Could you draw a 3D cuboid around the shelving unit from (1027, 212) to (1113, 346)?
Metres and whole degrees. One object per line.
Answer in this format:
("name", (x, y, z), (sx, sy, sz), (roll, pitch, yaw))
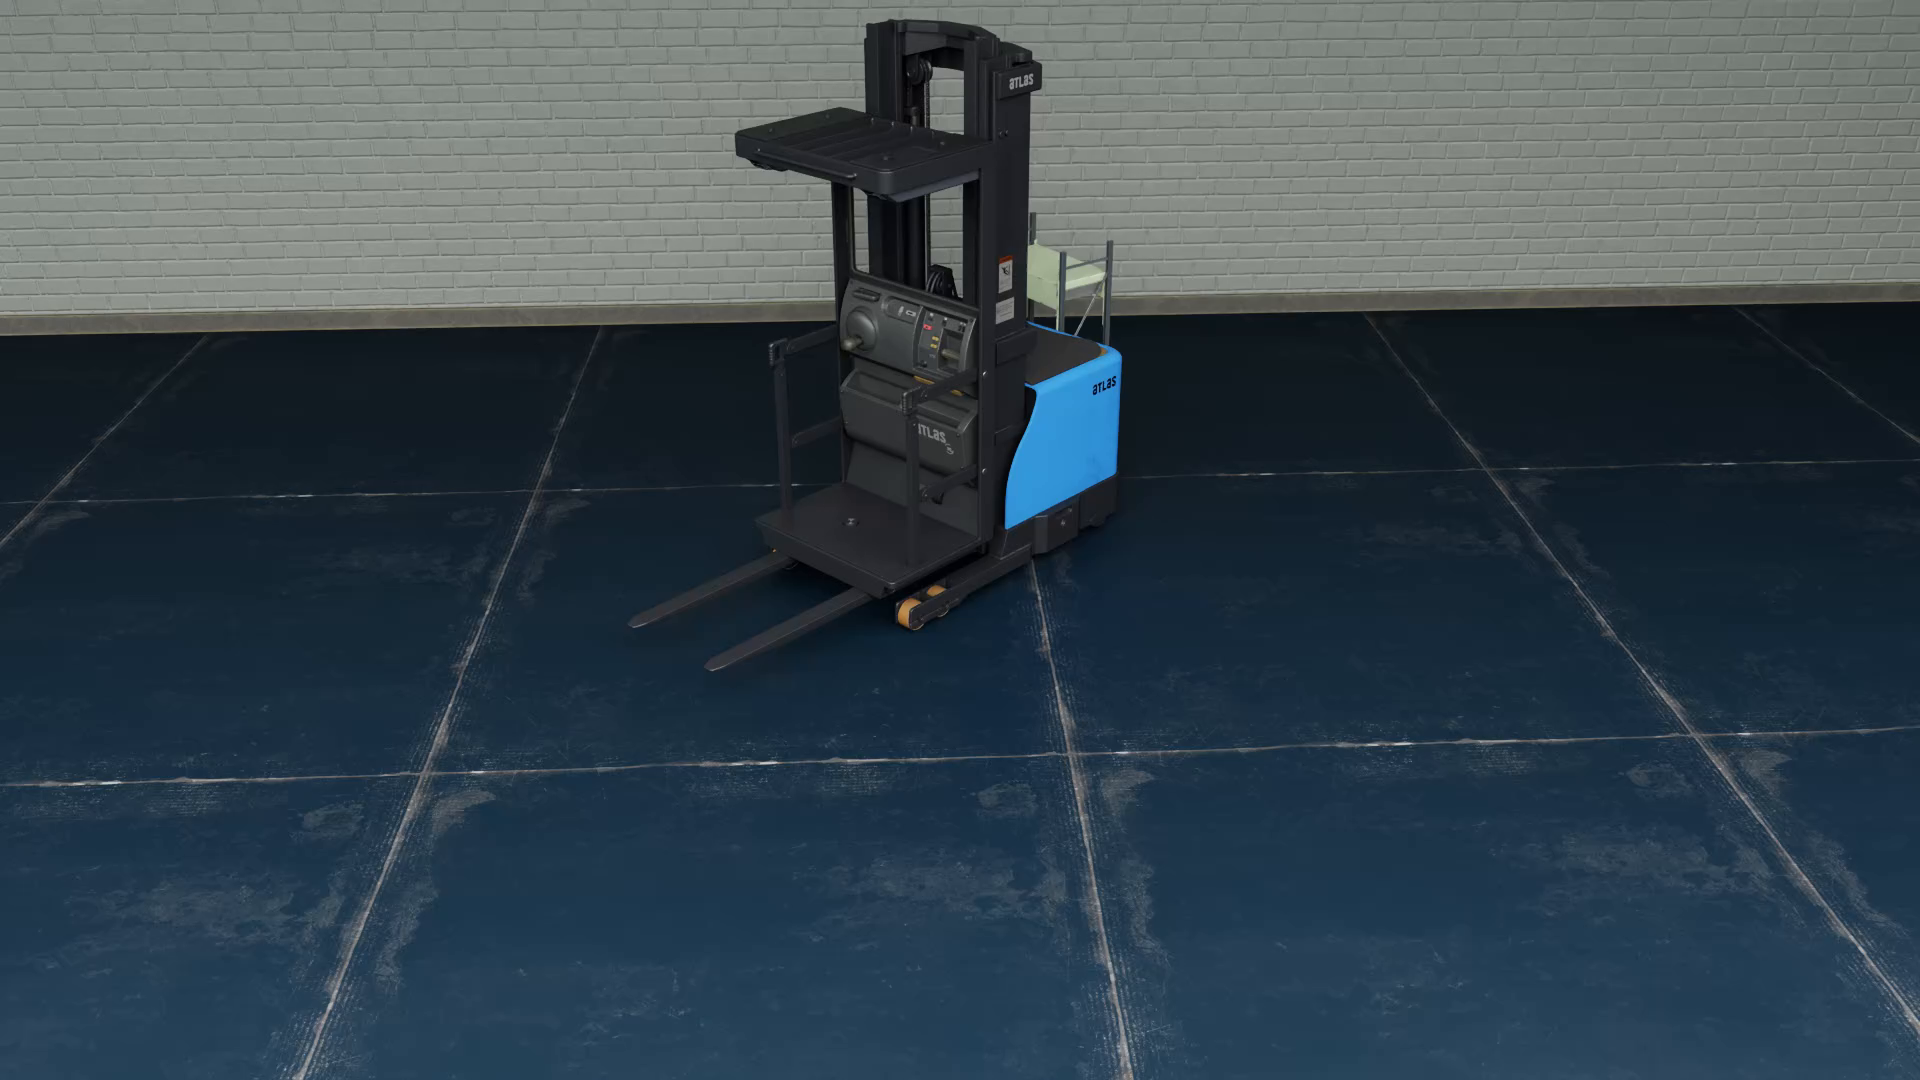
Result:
("shelving unit", (0.532, -1.207, 10.442), (0.431, 1.500, 0.755), (-19, 33, -32))

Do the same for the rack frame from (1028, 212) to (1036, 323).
("rack frame", (0.313, -1.343, 10.702), (0.400, 1.500, 0.023), (-19, 33, -32))

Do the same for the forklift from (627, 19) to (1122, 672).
("forklift", (-0.424, -1.087, 8.664), (1.130, 2.935, 3.031), (23, 35, 37))

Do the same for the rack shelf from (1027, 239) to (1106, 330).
("rack shelf", (0.532, -1.553, 10.262), (0.431, 0.370, 0.720), (-19, 33, -32))

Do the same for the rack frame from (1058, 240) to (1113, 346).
("rack frame", (0.751, -1.071, 10.182), (0.400, 1.500, 0.023), (-19, 33, -32))
